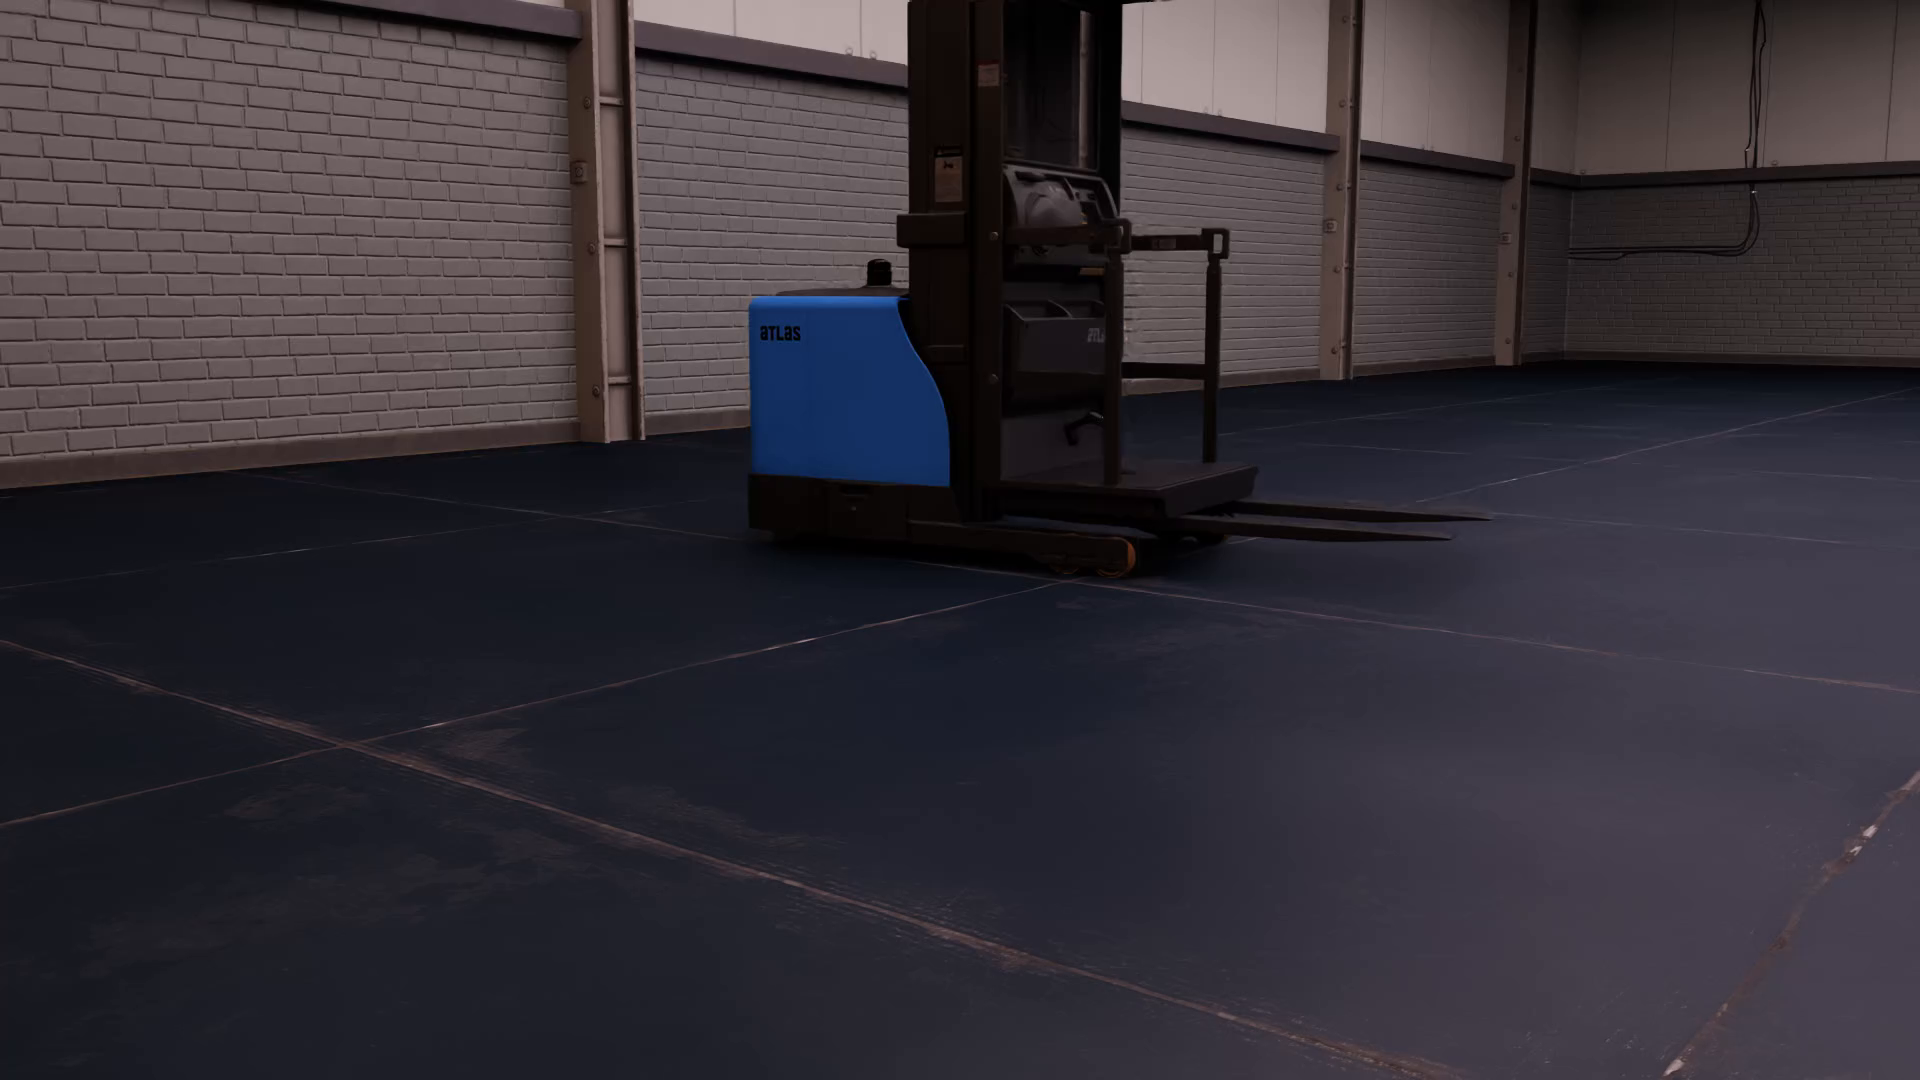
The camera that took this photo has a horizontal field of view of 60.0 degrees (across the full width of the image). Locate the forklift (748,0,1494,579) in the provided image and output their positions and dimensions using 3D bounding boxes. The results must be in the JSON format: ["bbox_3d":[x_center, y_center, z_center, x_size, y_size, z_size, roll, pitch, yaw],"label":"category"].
[{"bbox_3d":[0.605,-1.387,6.763,3.031,2.935,1.130,5,10,30],"label":"forklift"}]
